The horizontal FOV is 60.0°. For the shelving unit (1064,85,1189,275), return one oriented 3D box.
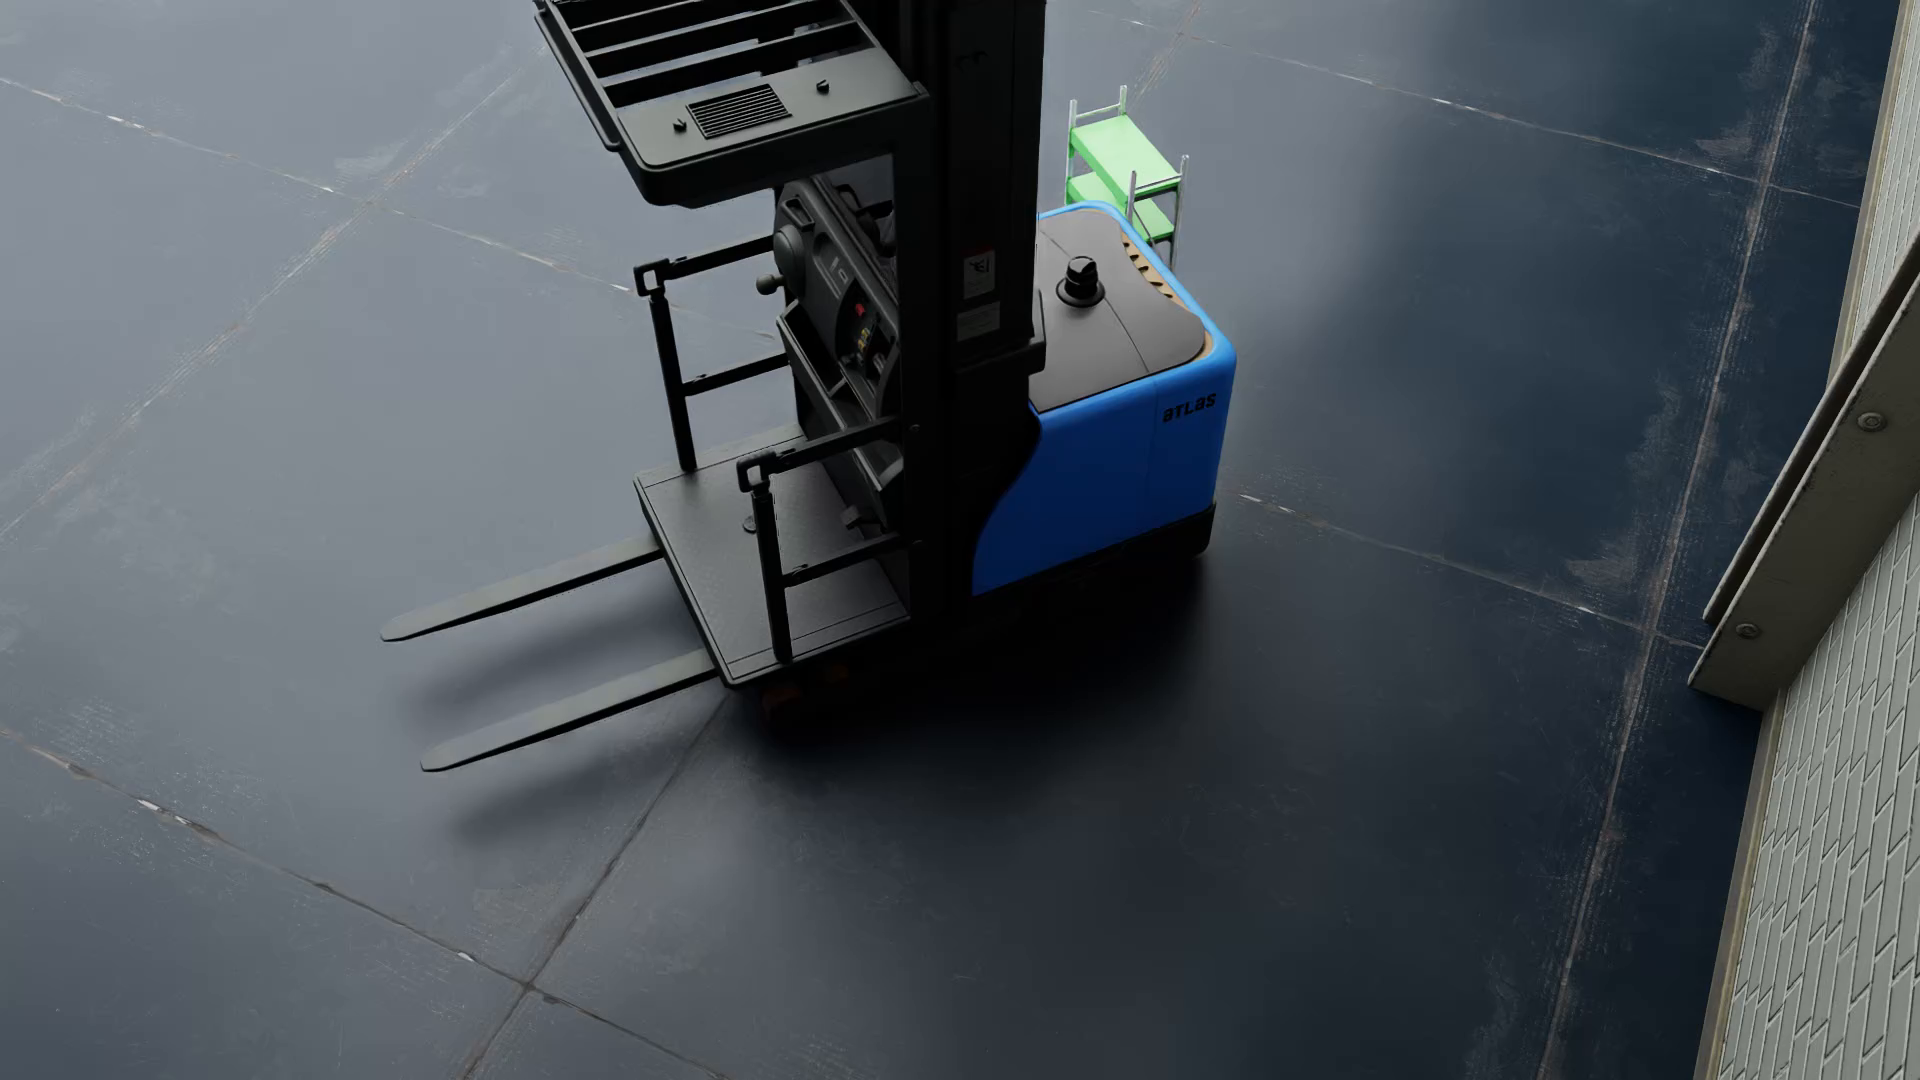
[{"bbox_3d":[0.641,-1.177,6.779,0.258,1.200,0.503,-19,52,-16],"label":"shelving unit"}]

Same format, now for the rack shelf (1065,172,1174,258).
[{"bbox_3d":[0.641,-1.291,6.645,0.258,0.148,0.480,-19,52,-16],"label":"rack shelf"}]

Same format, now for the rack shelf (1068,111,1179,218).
[{"bbox_3d":[0.641,-1.447,6.462,0.258,0.148,0.480,-19,52,-16],"label":"rack shelf"}]

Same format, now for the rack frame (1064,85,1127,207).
[{"bbox_3d":[0.540,-1.346,6.923,0.240,1.200,0.015,-19,52,-16],"label":"rack frame"}]

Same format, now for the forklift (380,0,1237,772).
[{"bbox_3d":[-0.584,-0.746,5.276,3.031,2.935,1.130,-20,52,-16],"label":"forklift"}]

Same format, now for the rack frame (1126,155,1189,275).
[{"bbox_3d":[0.742,-1.008,6.635,0.240,1.200,0.015,-19,52,-16],"label":"rack frame"}]

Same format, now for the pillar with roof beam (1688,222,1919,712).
[{"bbox_3d":[-0.996,-3.868,3.948,9.100,9.000,0.400,20,52,16],"label":"pillar with roof beam"}]
